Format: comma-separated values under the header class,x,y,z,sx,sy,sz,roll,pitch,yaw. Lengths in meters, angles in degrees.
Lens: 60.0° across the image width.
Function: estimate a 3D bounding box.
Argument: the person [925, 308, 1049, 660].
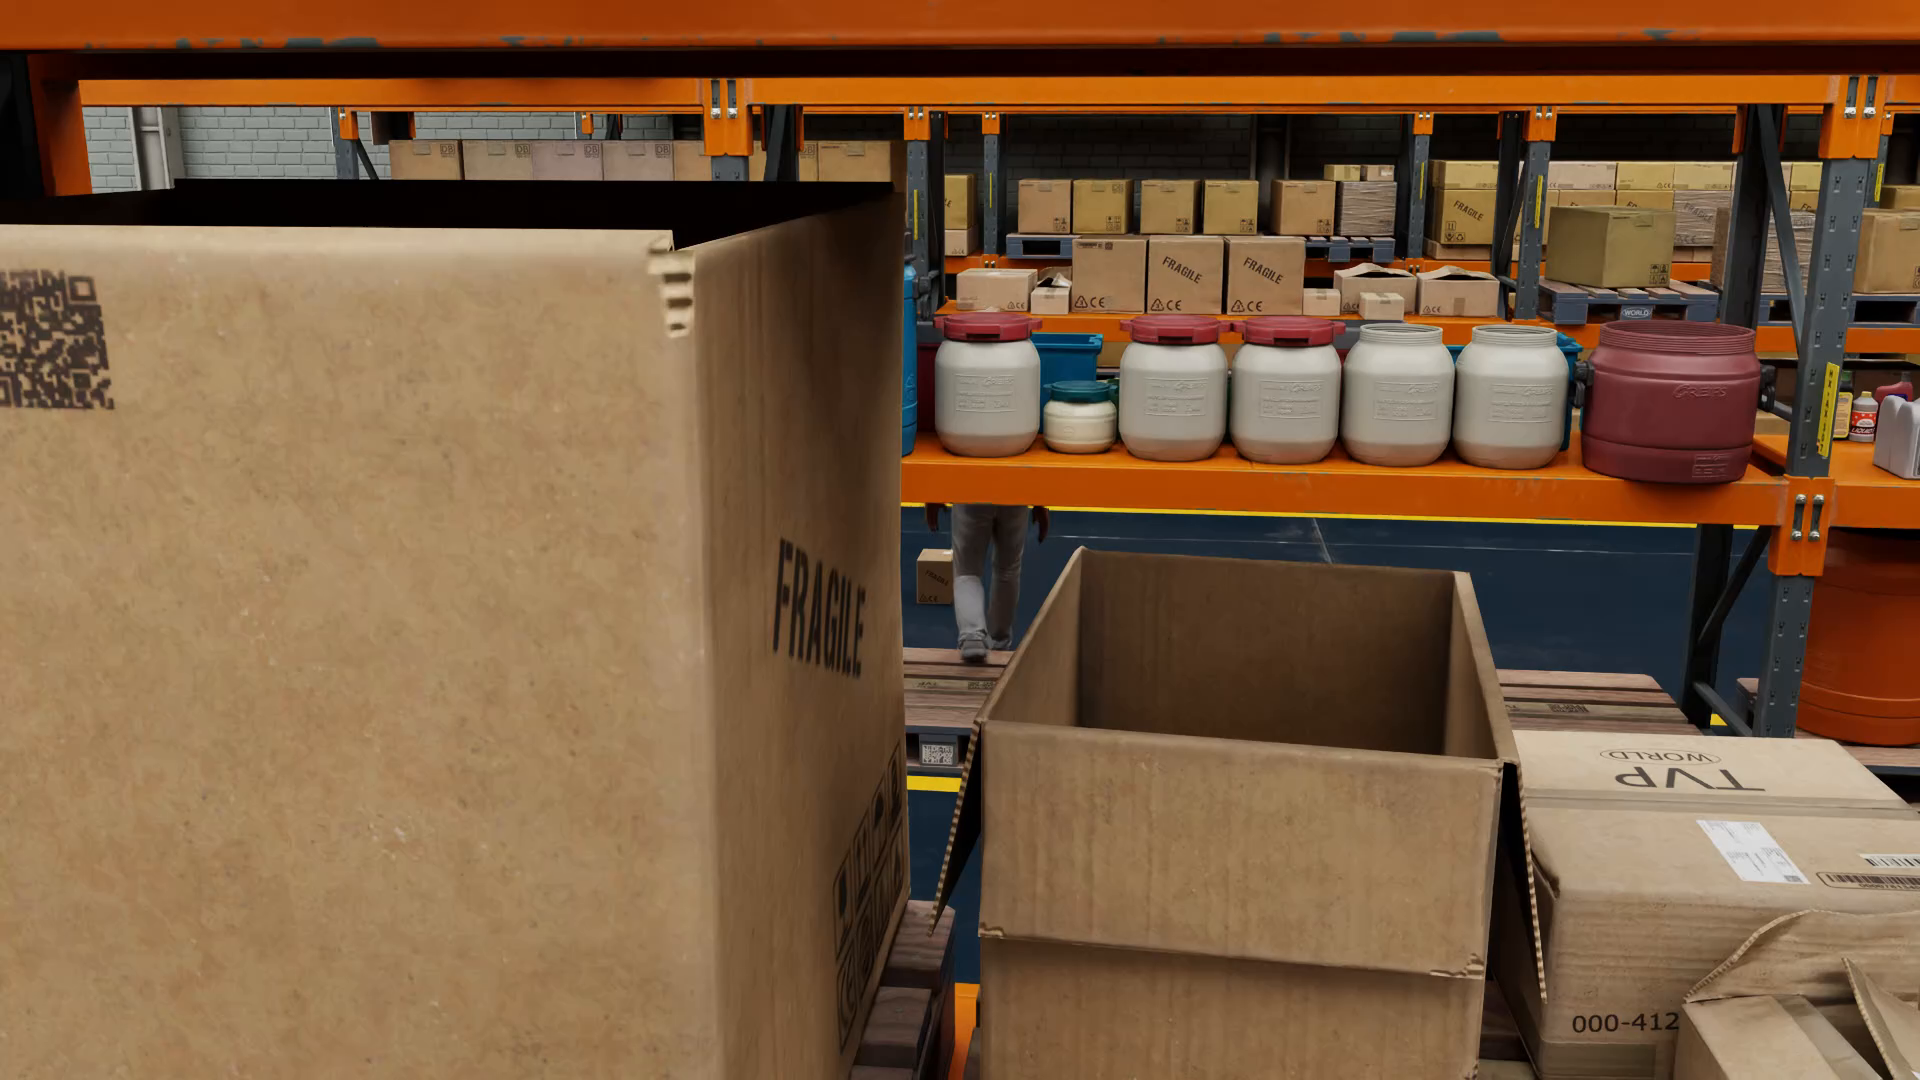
class,x,y,z,sx,sy,sz,roll,pitch,yaw
person,0.125,-0.202,7.792,0.583,1.742,0.957,0,14,-1
